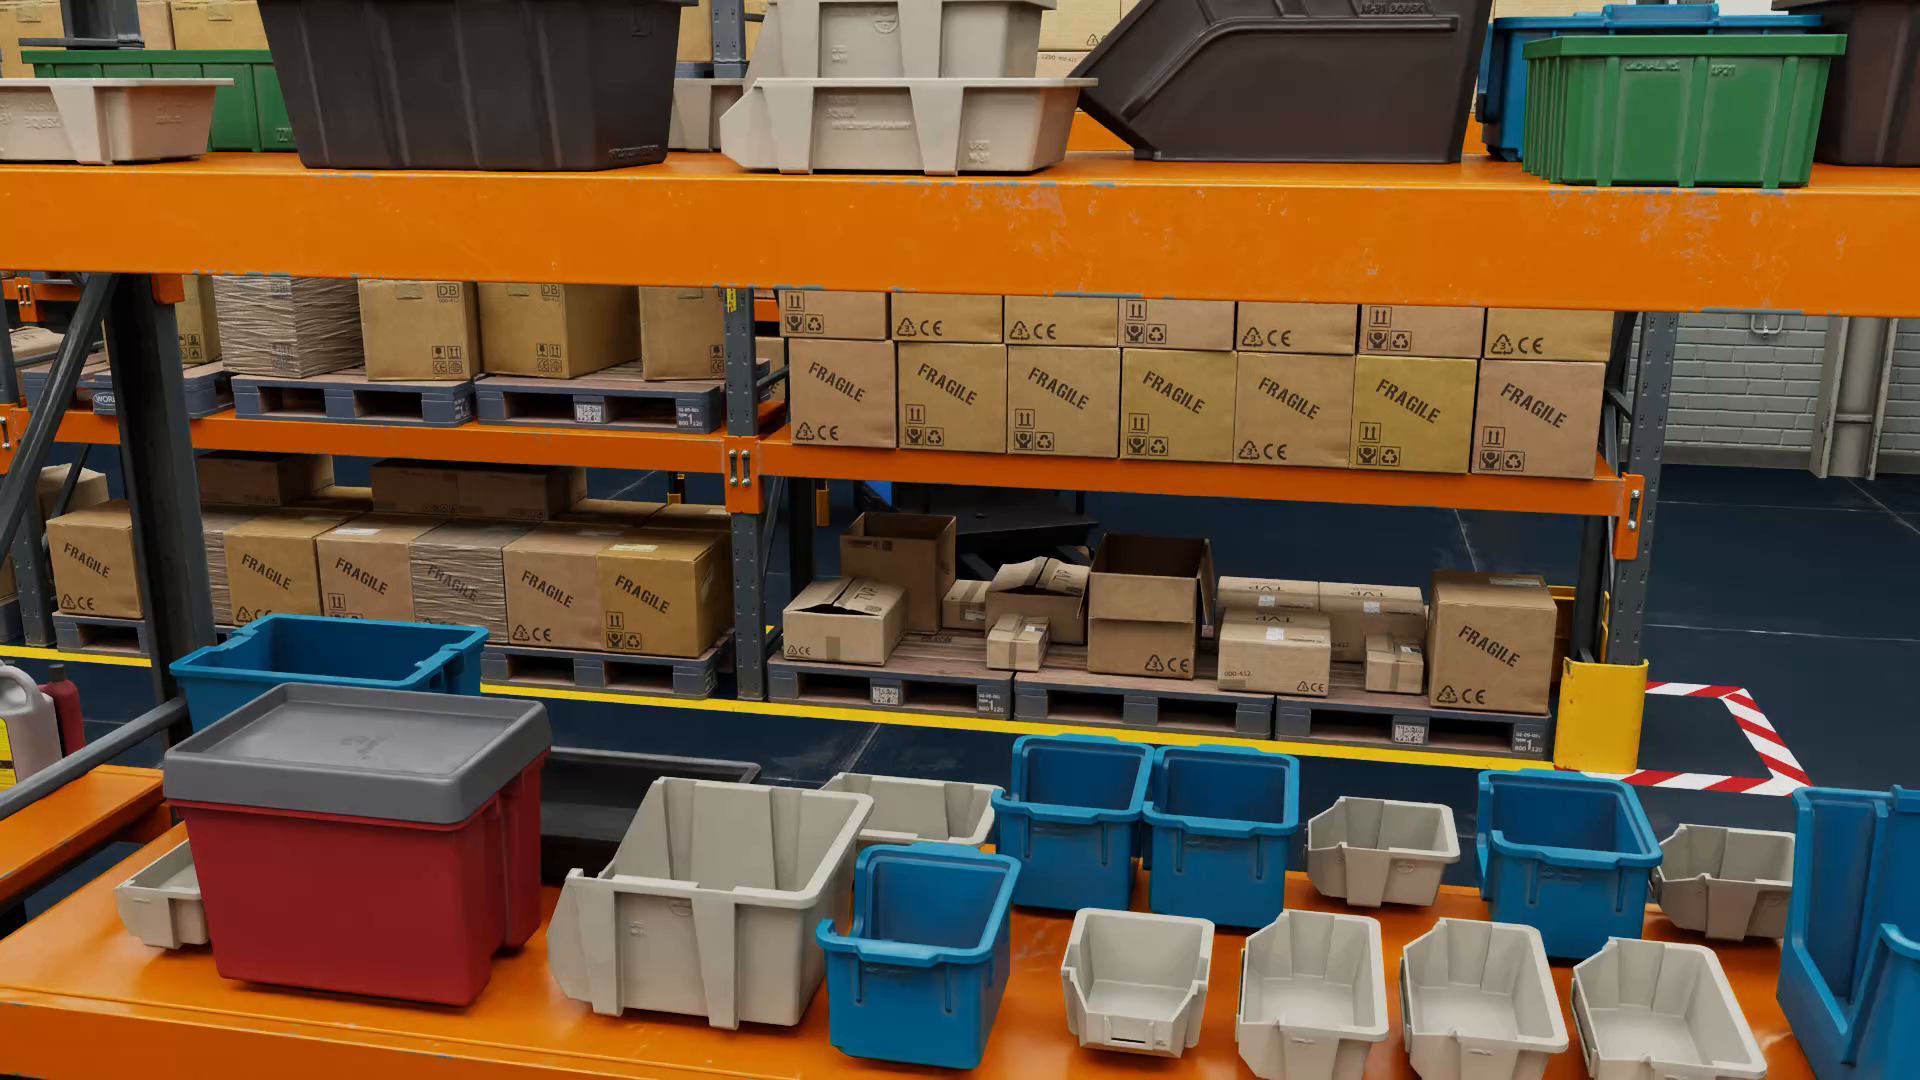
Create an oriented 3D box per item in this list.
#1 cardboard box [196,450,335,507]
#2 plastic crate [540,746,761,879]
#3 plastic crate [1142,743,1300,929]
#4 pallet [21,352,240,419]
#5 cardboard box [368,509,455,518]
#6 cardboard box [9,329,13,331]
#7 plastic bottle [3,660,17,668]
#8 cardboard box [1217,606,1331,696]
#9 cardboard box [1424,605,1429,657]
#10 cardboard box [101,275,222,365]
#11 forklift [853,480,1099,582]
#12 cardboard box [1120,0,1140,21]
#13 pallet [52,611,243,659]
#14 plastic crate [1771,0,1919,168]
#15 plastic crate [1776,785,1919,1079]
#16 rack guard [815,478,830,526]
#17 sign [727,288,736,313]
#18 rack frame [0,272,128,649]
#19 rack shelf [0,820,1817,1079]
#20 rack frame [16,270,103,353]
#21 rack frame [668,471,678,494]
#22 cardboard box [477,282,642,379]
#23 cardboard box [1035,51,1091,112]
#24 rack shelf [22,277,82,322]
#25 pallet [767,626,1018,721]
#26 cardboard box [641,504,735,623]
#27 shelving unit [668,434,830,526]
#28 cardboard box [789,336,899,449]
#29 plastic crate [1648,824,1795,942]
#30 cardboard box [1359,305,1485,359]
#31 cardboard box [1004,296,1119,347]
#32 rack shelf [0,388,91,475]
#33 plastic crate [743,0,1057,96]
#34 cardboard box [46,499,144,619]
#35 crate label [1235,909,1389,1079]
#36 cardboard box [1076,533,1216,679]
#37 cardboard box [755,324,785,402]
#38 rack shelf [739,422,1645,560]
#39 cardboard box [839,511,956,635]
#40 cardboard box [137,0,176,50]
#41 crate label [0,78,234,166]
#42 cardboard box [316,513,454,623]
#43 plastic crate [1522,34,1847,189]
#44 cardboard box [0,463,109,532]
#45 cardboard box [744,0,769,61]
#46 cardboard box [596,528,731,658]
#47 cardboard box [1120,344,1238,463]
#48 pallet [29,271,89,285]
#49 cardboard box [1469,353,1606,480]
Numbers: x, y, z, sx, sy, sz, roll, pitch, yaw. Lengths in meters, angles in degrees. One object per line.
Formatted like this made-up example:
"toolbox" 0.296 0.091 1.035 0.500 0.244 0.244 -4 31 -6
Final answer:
"cardboard box" -3.831 -0.377 9.187 0.500 0.250 0.500 4 16 13
"plastic crate" -0.771 0.603 3.599 0.590 0.125 0.437 3 16 11
"plastic crate" 0.532 0.605 3.389 0.300 0.233 0.416 3 16 11
"pallet" -4.172 -0.888 8.939 1.003 0.211 1.213 3 16 11
"cardboard box" -2.864 0.037 9.099 0.500 0.500 0.500 3 16 9
"cardboard box" -5.688 -1.054 9.343 0.500 0.311 0.500 3 16 10
"plastic bottle" -2.326 0.428 4.046 0.133 0.283 0.061 3 16 11
"cardboard box" 1.482 0.517 7.831 0.500 0.250 0.500 3 16 11
"cardboard box" 2.402 0.455 8.213 0.250 0.166 0.380 3 16 11
"cardboard box" -4.211 -1.245 8.893 0.500 0.500 0.700 -2 16 -8
"forklift" 0.185 -1.254 10.027 1.130 2.935 3.031 -5 16 -17
"cardboard box" 0.964 -2.227 7.136 0.500 0.250 0.500 3 16 11
"pallet" -4.126 0.395 9.170 1.213 0.211 1.003 3 16 11
"plastic crate" 1.677 -0.753 2.718 0.590 0.269 0.497 3 16 11
"plastic crate" 1.633 0.708 2.639 0.499 0.435 0.616 3 16 11
"rack guard" -0.963 -0.292 11.579 0.087 0.250 0.587 -2 16 -6
"sign" -1.038 -1.198 7.529 0.005 0.325 0.100 3 16 11
"rack frame" -4.850 -0.998 8.977 0.127 3.000 1.000 3 16 11
"rack shelf" 0.039 0.963 3.244 4.000 0.370 1.077 3 16 11
"rack frame" -7.787 -2.507 14.424 0.127 3.000 1.000 3 16 11
"rack frame" -1.972 -0.865 11.304 0.032 1.500 0.500 -2 16 -6
"cardboard box" -2.037 -1.140 8.514 0.500 0.500 0.700 6 16 20
"cardboard box" 0.476 -2.014 7.304 0.500 0.250 0.500 3 16 11
"rack shelf" -5.827 -2.054 14.136 4.000 0.370 1.077 3 16 11
"pallet" -0.258 0.595 8.448 1.213 0.211 1.003 3 16 11
"cardboard box" -1.356 0.118 8.807 0.500 0.500 0.500 2 16 9
"shelving unit" -1.458 -0.880 11.359 1.083 1.500 0.587 -2 16 -6
"cardboard box" -0.485 -0.735 7.840 0.500 0.500 0.500 4 16 13
"plastic crate" 1.524 0.683 3.289 0.298 0.136 0.250 3 16 11
"cardboard box" 2.003 -1.081 7.216 0.500 0.500 0.500 4 16 13
"cardboard box" 0.484 -1.162 7.508 0.500 0.500 0.500 3 16 9
"rack shelf" -6.810 -0.758 9.457 4.000 0.370 1.077 3 16 11
"plastic crate" -0.112 -0.864 3.096 0.530 0.282 0.437 3 16 11
"cardboard box" -4.461 0.093 8.895 0.500 0.500 0.500 4 16 13
"crate label" 0.604 0.797 2.876 0.243 0.136 0.396 3 16 11
"cardboard box" 0.912 0.304 8.127 0.637 0.503 0.797 3 16 11
"cardboard box" -1.482 -1.295 13.289 0.750 0.750 0.750 4 16 13
"rack shelf" 1.029 -0.332 7.921 4.000 0.370 1.077 3 16 11
"cardboard box" -0.316 0.163 8.642 0.500 0.500 0.500 3 16 11
"cardboard box" -3.916 -2.451 8.413 0.500 0.500 0.910 3 16 11
"crate label" -1.499 -0.707 2.800 0.466 0.136 0.293 3 16 11
"cardboard box" -2.944 0.174 8.603 0.500 0.500 0.500 3 16 9
"plastic crate" 0.975 -0.598 2.311 0.336 0.188 0.450 3 16 11
"cardboard box" -5.305 -0.251 9.591 0.500 0.311 0.500 4 16 13
"cardboard box" -1.346 -3.876 12.734 0.500 0.500 0.700 3 16 10
"cardboard box" -1.471 0.256 8.308 0.500 0.500 0.500 3 16 11
"cardboard box" 1.005 -0.655 7.550 0.500 0.500 0.500 3 16 10
"pallet" -7.067 -2.336 14.165 1.213 0.211 1.003 3 16 11
"cardboard box" 2.496 -0.574 7.256 0.500 0.500 0.500 4 16 13
